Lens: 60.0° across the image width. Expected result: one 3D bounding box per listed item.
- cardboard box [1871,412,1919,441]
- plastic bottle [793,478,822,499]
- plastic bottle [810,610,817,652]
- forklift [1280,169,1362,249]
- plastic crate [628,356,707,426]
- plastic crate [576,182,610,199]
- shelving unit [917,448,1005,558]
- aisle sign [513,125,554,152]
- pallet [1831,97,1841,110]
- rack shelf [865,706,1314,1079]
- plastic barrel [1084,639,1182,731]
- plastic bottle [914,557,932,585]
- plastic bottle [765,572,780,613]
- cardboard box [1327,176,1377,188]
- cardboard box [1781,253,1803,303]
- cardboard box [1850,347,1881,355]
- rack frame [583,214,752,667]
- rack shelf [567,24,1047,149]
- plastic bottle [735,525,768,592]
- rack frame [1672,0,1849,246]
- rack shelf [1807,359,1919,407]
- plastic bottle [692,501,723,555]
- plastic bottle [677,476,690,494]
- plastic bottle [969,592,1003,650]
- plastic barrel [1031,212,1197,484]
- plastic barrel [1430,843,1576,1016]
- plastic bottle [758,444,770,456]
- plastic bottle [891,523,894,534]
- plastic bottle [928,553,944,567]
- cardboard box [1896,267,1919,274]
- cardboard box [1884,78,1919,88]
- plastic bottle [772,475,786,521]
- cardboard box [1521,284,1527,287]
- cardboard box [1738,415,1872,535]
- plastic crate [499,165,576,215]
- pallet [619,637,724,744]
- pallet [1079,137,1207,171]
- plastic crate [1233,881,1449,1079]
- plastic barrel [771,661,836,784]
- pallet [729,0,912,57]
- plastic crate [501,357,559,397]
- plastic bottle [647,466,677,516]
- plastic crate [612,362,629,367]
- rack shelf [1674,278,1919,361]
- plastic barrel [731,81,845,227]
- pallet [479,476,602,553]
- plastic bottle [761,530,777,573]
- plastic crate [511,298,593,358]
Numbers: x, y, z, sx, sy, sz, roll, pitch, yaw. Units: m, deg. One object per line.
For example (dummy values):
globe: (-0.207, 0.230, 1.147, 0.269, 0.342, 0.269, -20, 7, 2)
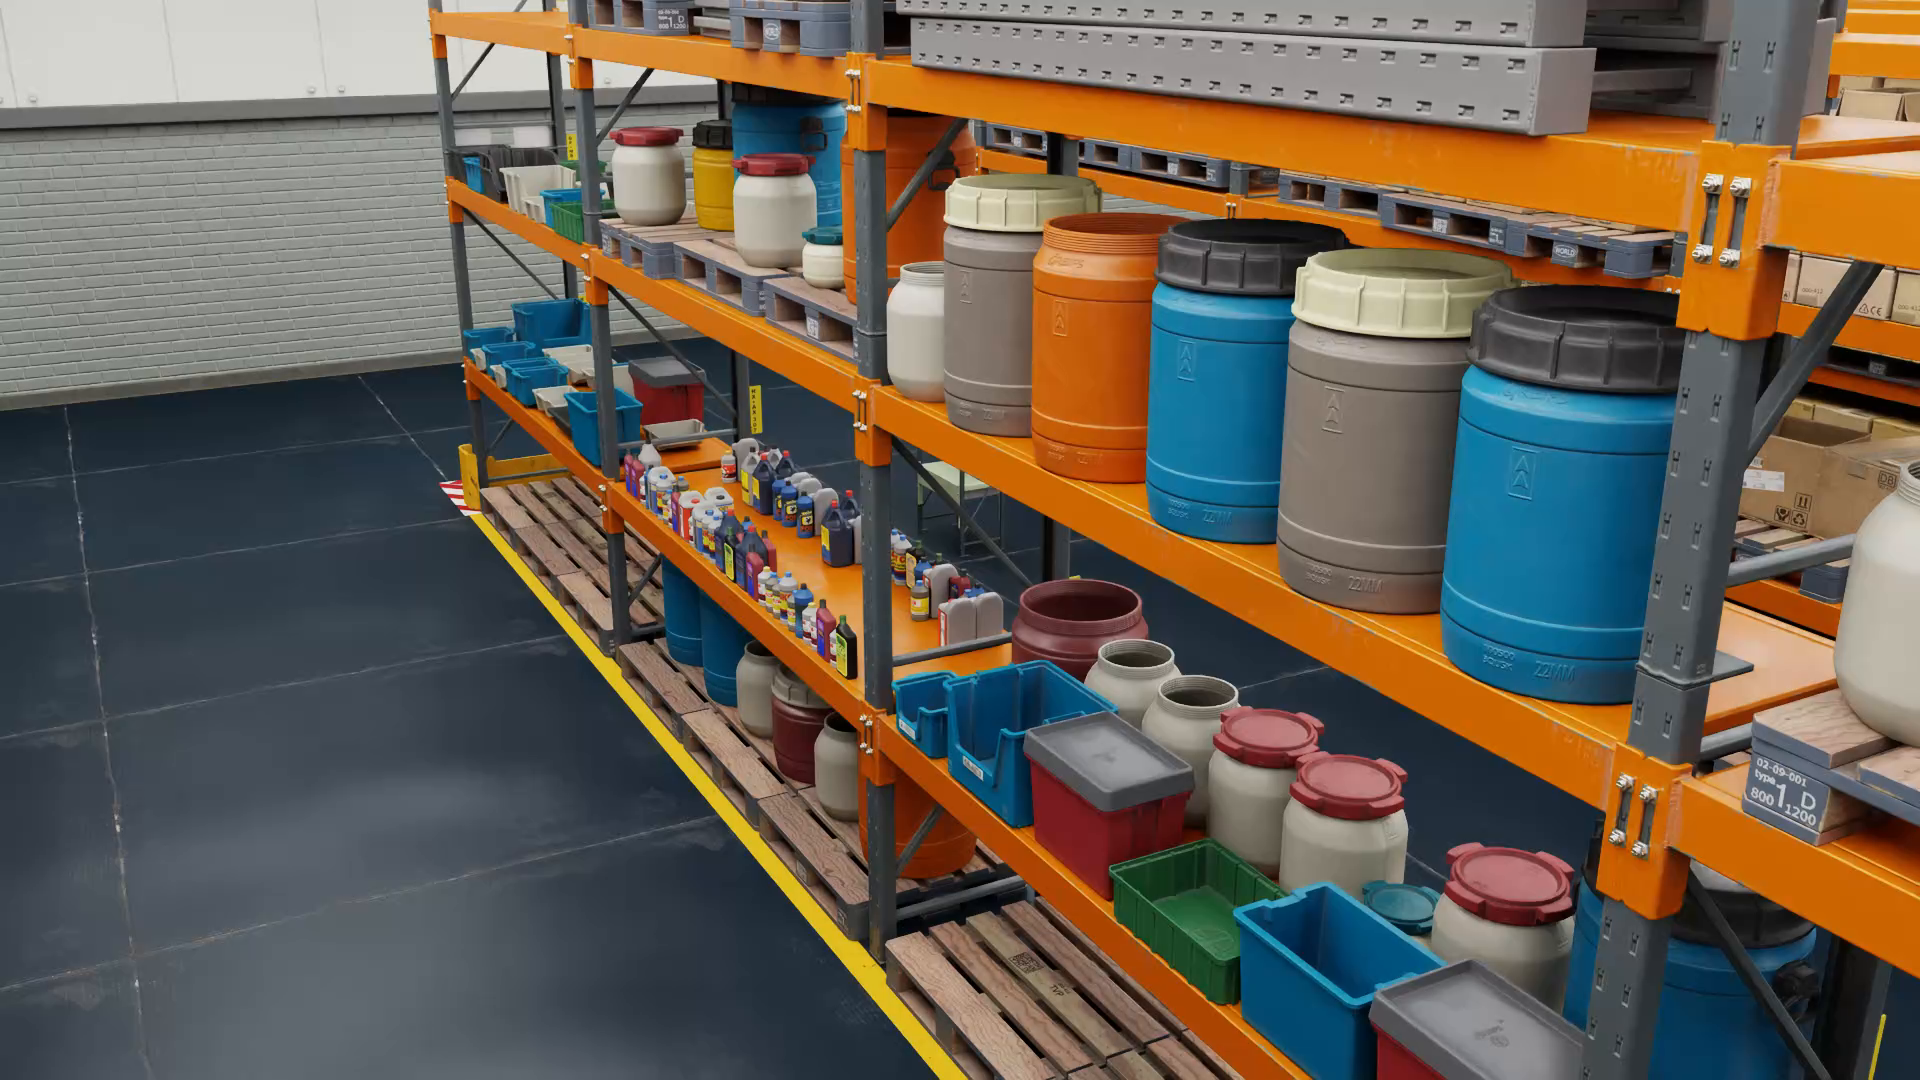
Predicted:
cardboard box: (7.778, -0.832, 13.484, 0.500, 0.250, 0.500, -9, 21, -25)
plastic bottle: (-0.913, -0.245, 9.934, 0.152, 0.276, 0.135, -10, 21, -27)
plastic bottle: (-0.678, 0.435, 8.078, 0.097, 0.201, 0.097, 0, 19, 0)
forklift: (3.716, -2.299, 15.801, 1.130, 2.935, 3.031, -10, 22, -28)
plastic crate: (-2.065, -1.009, 11.767, 0.402, 0.464, 0.583, -10, 21, -27)
plastic crate: (-2.561, -2.542, 12.206, 0.437, 0.136, 0.530, -10, 21, -27)
shelving unit: (0.003, -0.707, 13.381, 0.431, 1.500, 0.755, -10, 21, -27)
aisle sign: (-3.537, -3.099, 14.027, 0.394, 0.787, 0.004, -10, 21, -27)
pallet: (10.264, -4.920, 18.828, 1.003, 0.211, 1.213, -10, 21, -27)
rack shelf: (0.988, 1.407, 6.058, 1.077, 0.370, 4.000, -10, 21, -27)
plastic barrel: (0.715, 0.702, 6.826, 0.421, 0.512, 0.421, 0, 19, 0)
plastic bottle: (-0.187, 0.218, 8.597, 0.097, 0.271, 0.097, 0, 19, 0)
plastic bottle: (-0.955, 0.267, 8.564, 0.097, 0.201, 0.097, 0, 19, 0)
cardboard box: (2.939, -2.668, 11.659, 0.500, 0.311, 0.500, -11, 22, -29)
cardboard box: (4.396, -1.447, 8.858, 0.500, 0.250, 0.500, -10, 21, -26)
cardboard box: (7.435, -1.610, 13.441, 0.380, 0.149, 0.250, -11, 22, -29)
rack frame: (-1.861, -0.655, 10.932, 1.000, 3.000, 0.127, -10, 21, -27)
rack shelf: (-0.912, -2.388, 8.472, 1.077, 0.370, 4.000, -10, 21, -27)
plastic bottle: (-1.111, 0.086, 8.860, 0.144, 0.351, 0.185, -10, 21, -27)
rack frame: (4.397, -3.110, 8.849, 1.000, 3.000, 0.127, -10, 21, -27)
rack shelf: (7.860, -1.248, 13.751, 1.077, 0.370, 4.000, -10, 21, -27)
plastic bottle: (-1.427, -0.073, 9.433, 0.152, 0.276, 0.135, -10, 21, -27)
plastic bottle: (-1.702, -0.289, 10.176, 0.097, 0.201, 0.097, 0, 19, 0)
plastic bottle: (0.117, 0.377, 8.130, 0.152, 0.276, 0.135, -10, 21, -27)
plastic barrel: (0.548, -0.671, 5.720, 0.600, 0.830, 0.708, -10, 21, -27)
plastic barrel: (1.676, 1.268, 5.149, 0.433, 0.535, 0.433, 0, 19, 0)
plastic bottle: (-1.240, -0.478, 10.597, 0.061, 0.283, 0.133, -10, 21, -27)
plastic bottle: (-0.391, 0.035, 9.110, 0.061, 0.283, 0.133, -10, 21, -27)
plastic bottle: (-0.126, 0.195, 8.646, 0.061, 0.283, 0.133, -10, 21, -27)
cardboard box: (4.876, -1.512, 7.895, 0.500, 0.500, 0.500, -11, 22, -28)
cardboard box: (10.550, -5.052, 18.121, 0.797, 0.503, 0.637, -8, 21, -22)
plastic bottle: (-1.078, -0.257, 9.976, 0.097, 0.271, 0.097, 0, 19, 0)
cardboard box: (5.763, -2.527, 16.740, 0.380, 0.149, 0.250, -10, 21, -26)
cardboard box: (4.689, -0.371, 9.312, 0.500, 0.500, 0.500, -13, 23, -33)
plastic crate: (-2.980, -2.482, 11.808, 0.437, 0.282, 0.530, -10, 21, -27)
pallet: (-1.532, 0.891, 10.726, 1.003, 0.211, 1.213, -10, 21, -27)
pallet: (1.543, -3.385, 14.380, 1.003, 0.211, 1.213, -10, 21, -27)
plastic crate: (1.140, 1.380, 5.058, 0.392, 0.384, 0.575, -10, 21, -27)
plastic barrel: (-0.745, 0.972, 9.268, 0.600, 0.588, 0.708, -10, 21, -27)
pallet: (-0.277, -2.277, 7.336, 1.213, 0.211, 1.003, -10, 21, -27)
plastic crate: (-3.308, -1.253, 12.829, 0.416, 0.233, 0.300, -10, 21, -27)
plastic bottle: (-1.803, -0.300, 10.092, 0.152, 0.276, 0.135, -10, 21, -27)
plastic crate: (-2.560, -1.203, 12.684, 0.416, 0.233, 0.300, -10, 21, -27)
rack shelf: (5.347, -0.778, 7.792, 1.077, 0.370, 4.000, -10, 21, -27)
plastic barrel: (-0.916, -2.043, 8.942, 0.600, 0.901, 0.708, -10, 21, -27)
pallet: (-3.403, -0.243, 14.011, 1.003, 0.211, 1.213, -10, 21, -27)
plastic bottle: (-1.033, 0.094, 8.938, 0.061, 0.283, 0.133, -10, 21, -27)
plastic crate: (-3.437, -1.782, 14.050, 0.616, 0.435, 0.499, -10, 21, -27)
